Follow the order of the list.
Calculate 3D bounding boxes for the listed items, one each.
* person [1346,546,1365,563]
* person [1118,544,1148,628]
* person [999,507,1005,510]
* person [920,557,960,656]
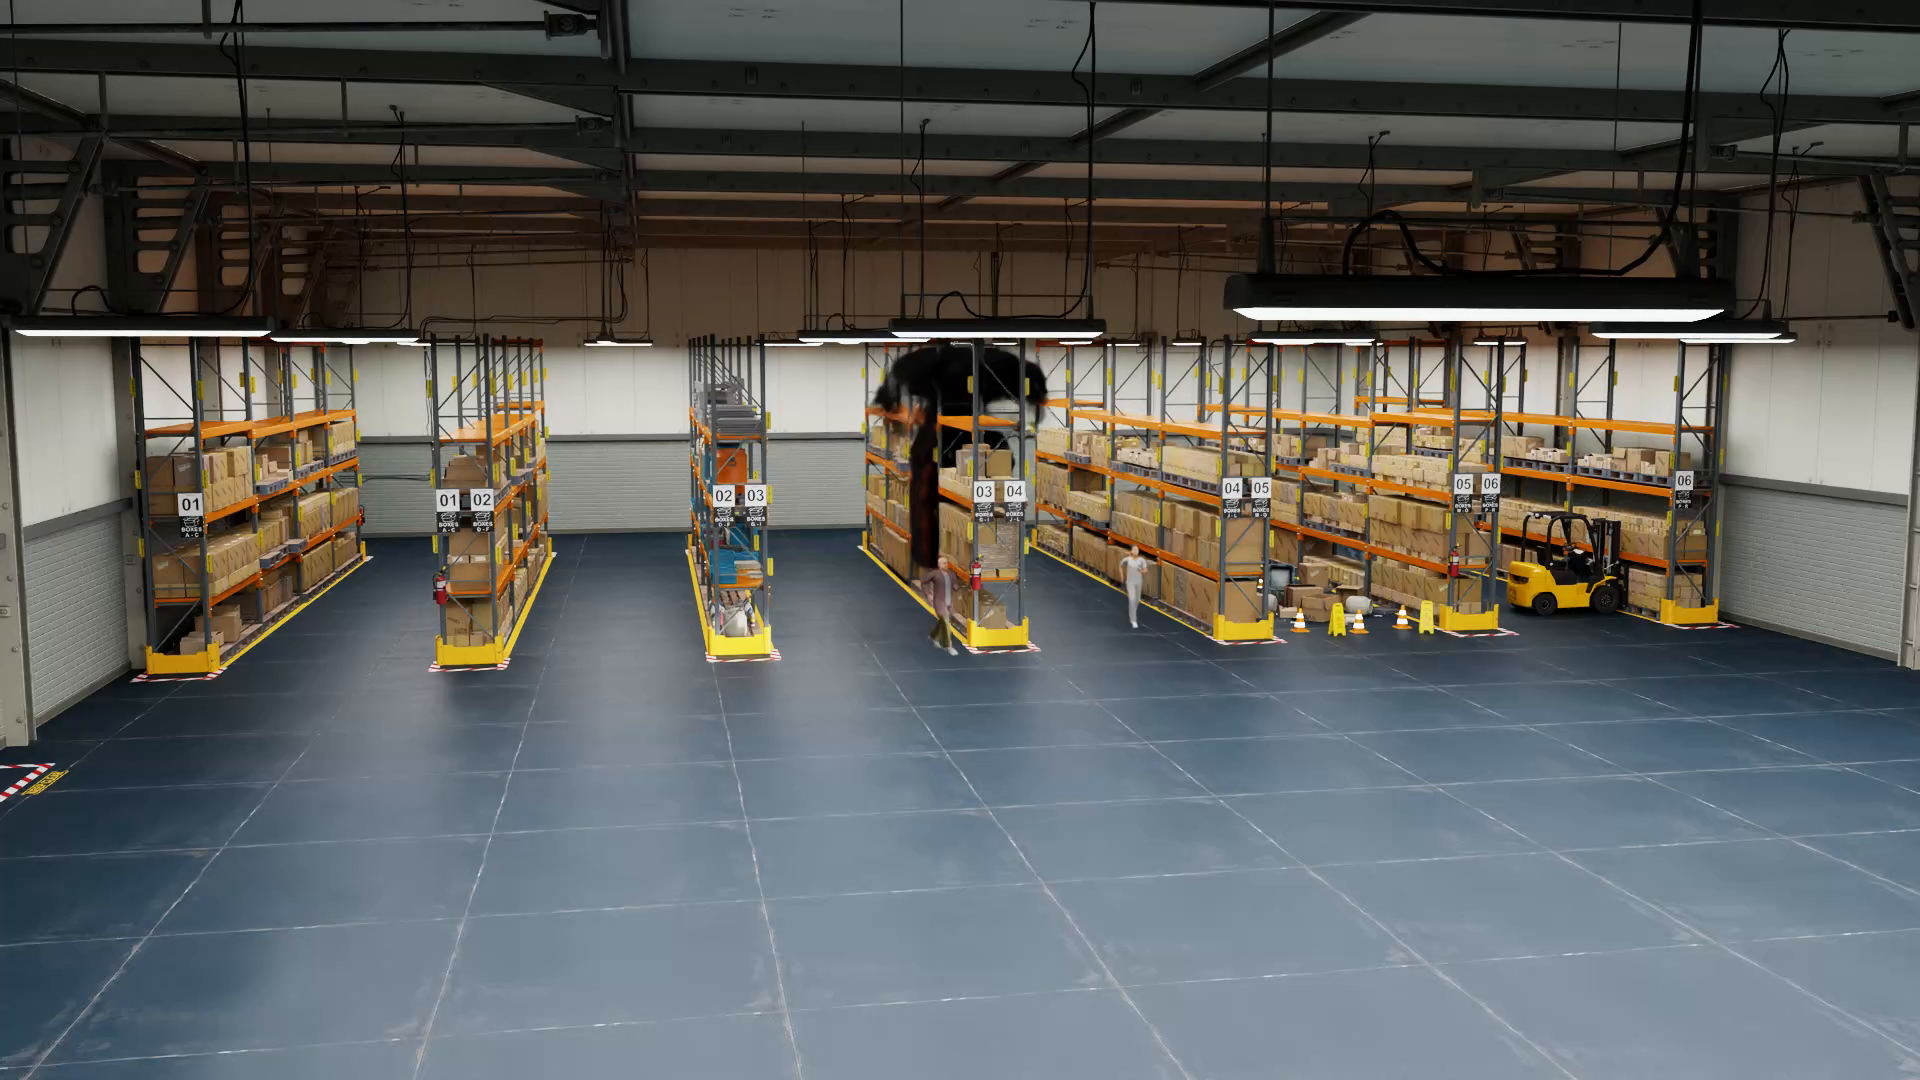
[{"bbox_3d":[10.276,-0.081,43.018,0.671,1.742,0.732,-1,7,-11],"label":"person"},{"bbox_3d":[3.602,0.922,34.451,0.554,1.681,0.908,-1,7,-11],"label":"person"},{"bbox_3d":[1.108,-0.677,48.167,0.782,1.739,1.045,-1,7,-7],"label":"person"},{"bbox_3d":[-0.316,1.220,31.381,0.689,1.797,0.986,-6,9,-41],"label":"person"}]
